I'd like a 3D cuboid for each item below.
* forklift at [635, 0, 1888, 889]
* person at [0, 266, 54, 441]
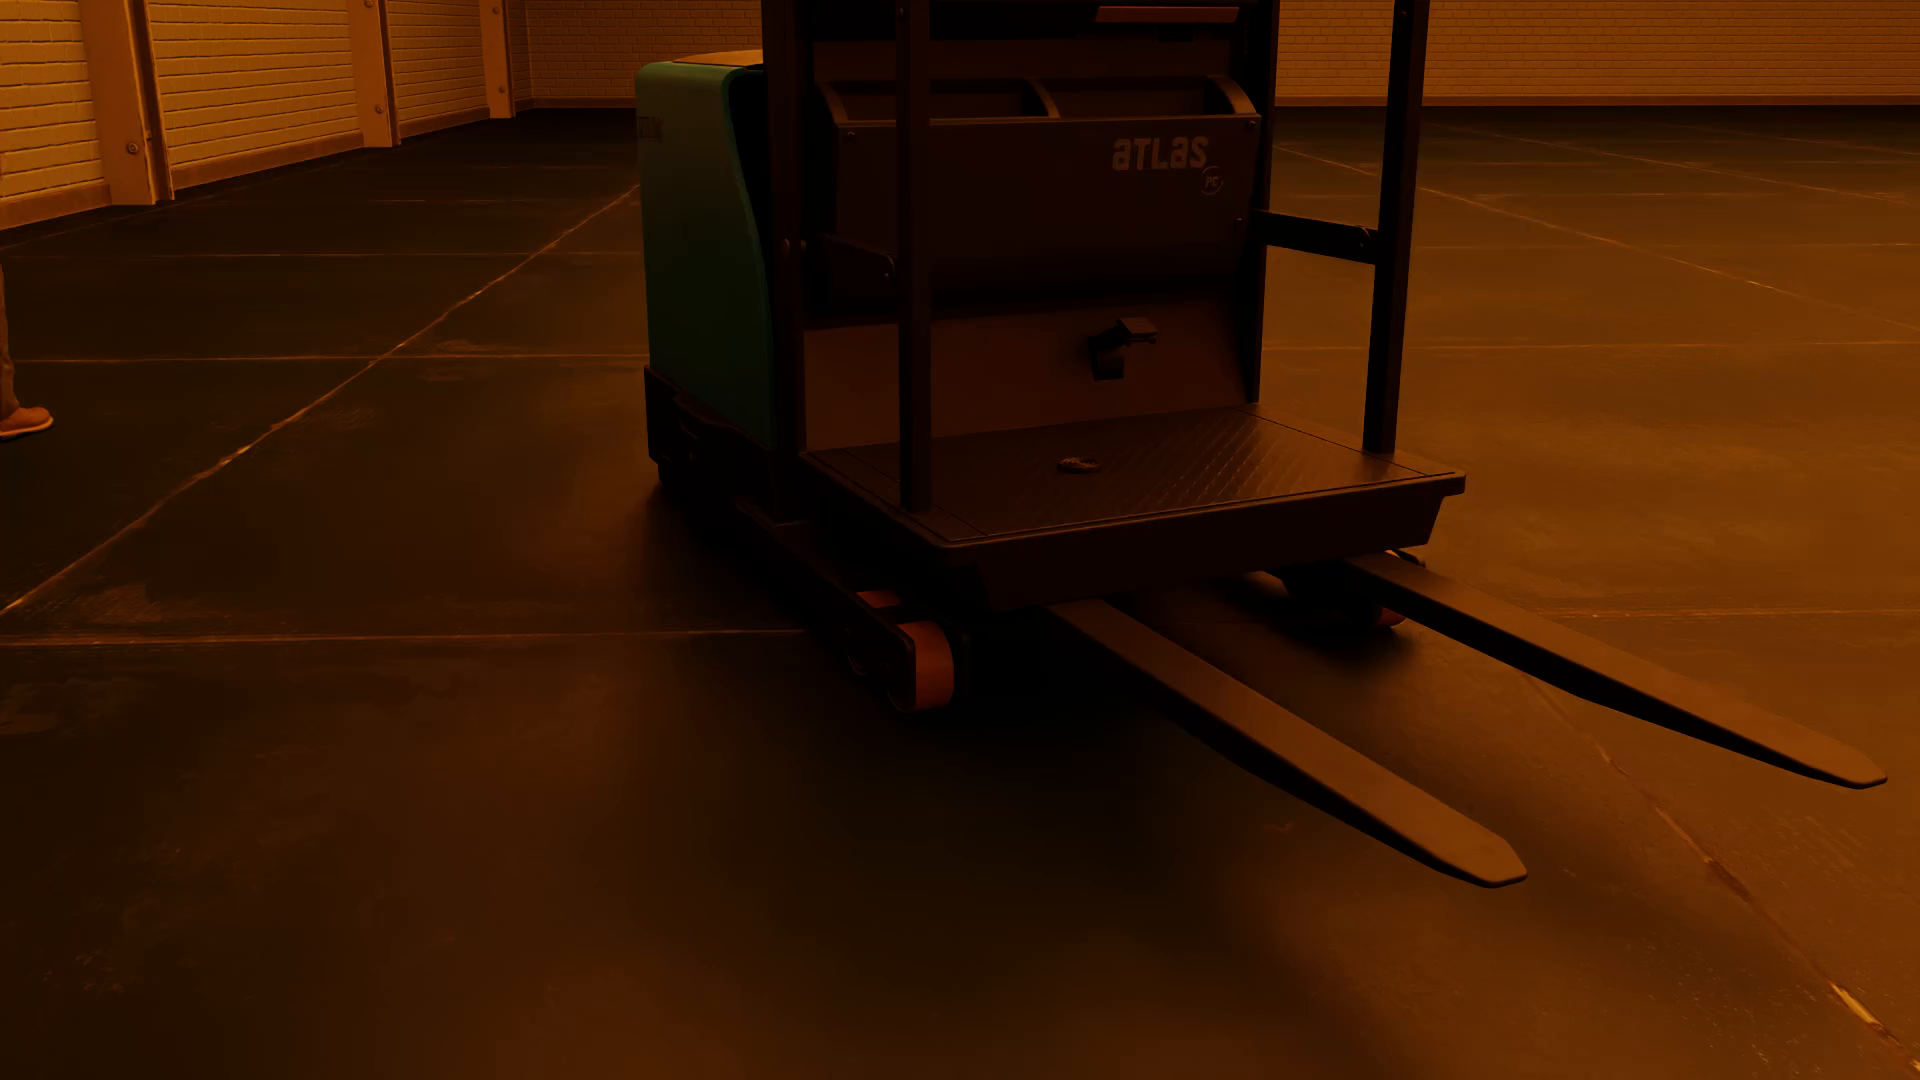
[{"bbox_3d":[0.258,-1.240,2.962,1.130,2.935,3.031,-8,19,-24],"label":"forklift"},{"bbox_3d":[-2.948,-1.094,4.671,0.607,1.655,0.412,3,17,9],"label":"person"}]
